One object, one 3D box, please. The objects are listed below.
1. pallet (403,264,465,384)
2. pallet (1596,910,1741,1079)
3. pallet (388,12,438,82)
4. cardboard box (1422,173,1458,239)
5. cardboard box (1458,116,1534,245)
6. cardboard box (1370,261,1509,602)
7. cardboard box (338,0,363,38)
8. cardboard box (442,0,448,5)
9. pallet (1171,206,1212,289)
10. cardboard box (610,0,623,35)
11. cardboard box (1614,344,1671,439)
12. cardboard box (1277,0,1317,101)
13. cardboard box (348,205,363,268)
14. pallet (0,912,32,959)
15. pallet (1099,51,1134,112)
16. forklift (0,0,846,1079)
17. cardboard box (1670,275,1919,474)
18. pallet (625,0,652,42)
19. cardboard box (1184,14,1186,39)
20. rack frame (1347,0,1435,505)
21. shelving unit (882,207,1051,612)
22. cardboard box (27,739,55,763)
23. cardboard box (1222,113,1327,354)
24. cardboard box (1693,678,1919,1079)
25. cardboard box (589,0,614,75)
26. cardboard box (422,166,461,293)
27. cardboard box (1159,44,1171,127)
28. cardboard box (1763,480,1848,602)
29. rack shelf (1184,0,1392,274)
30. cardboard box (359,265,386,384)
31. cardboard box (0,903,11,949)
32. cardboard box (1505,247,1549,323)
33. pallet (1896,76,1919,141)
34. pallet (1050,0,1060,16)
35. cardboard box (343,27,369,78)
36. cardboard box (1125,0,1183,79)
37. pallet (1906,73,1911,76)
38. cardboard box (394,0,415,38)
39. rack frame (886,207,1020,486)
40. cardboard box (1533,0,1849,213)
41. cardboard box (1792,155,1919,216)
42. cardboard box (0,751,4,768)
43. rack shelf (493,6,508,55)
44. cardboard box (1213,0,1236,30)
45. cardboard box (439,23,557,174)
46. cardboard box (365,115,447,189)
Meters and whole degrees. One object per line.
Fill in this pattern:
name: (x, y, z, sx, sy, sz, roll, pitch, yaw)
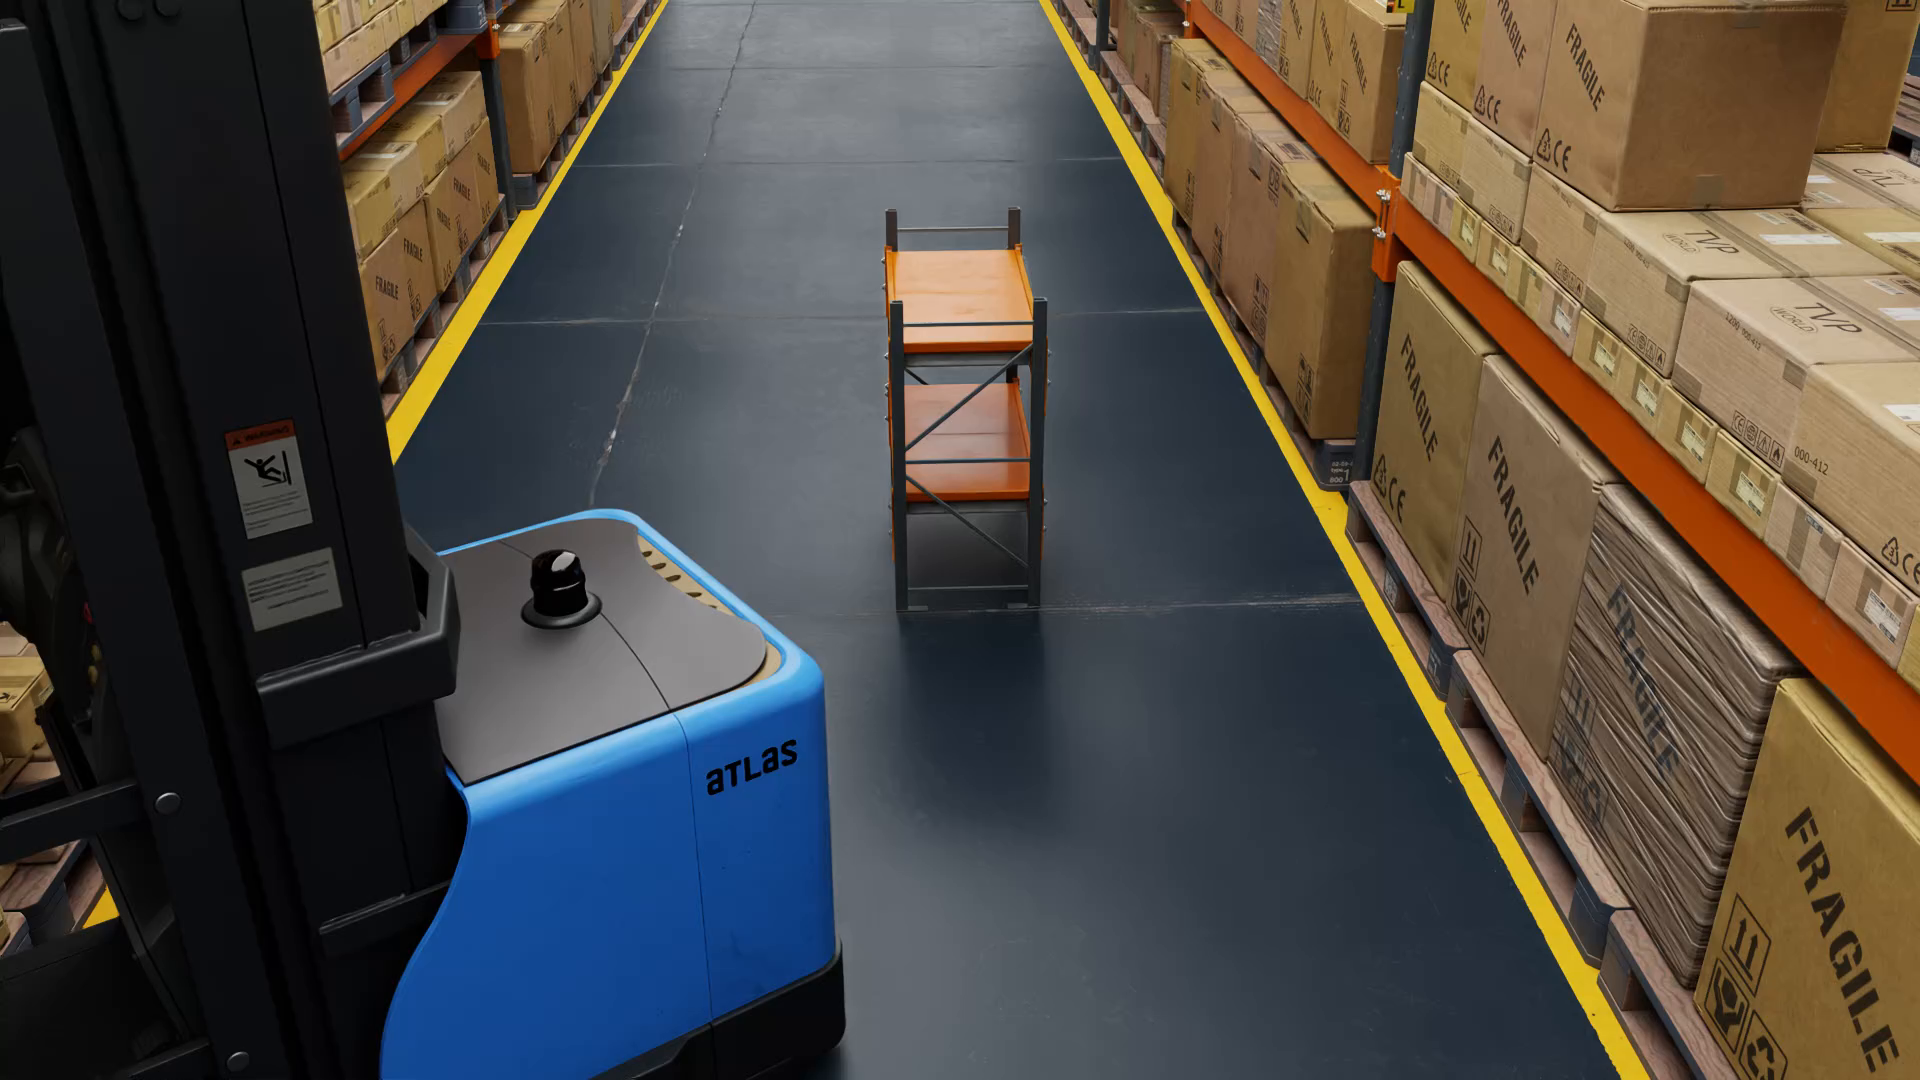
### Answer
pallet: (-3.046, -1.070, 8.073, 1.003, 0.211, 1.213, -1, 28, -3)
pallet: (2.111, 1.261, 3.603, 1.003, 0.211, 1.213, -1, 28, -3)
pallet: (-3.001, -2.231, 7.491, 1.003, 0.211, 1.213, -1, 28, -3)
cardboard box: (1.719, -1.078, 5.344, 0.380, 0.149, 0.250, -2, 28, -4)
cardboard box: (1.806, -1.067, 4.893, 0.500, 0.250, 0.500, -2, 28, -3)
cardboard box: (1.976, -0.392, 5.602, 0.875, 0.875, 0.875, -1, 28, -3)
cardboard box: (-2.527, -2.020, 6.376, 0.380, 0.149, 0.250, -1, 28, -1)
cardboard box: (-2.611, -2.614, 7.836, 0.380, 0.149, 0.250, -3, 28, -5)
pallet: (1.779, -1.700, 9.281, 1.003, 0.211, 1.213, -1, 28, -3)
cardboard box: (-3.317, -4.612, 13.693, 0.875, 0.875, 0.875, -1, 28, -2)
cardboard box: (1.804, -0.359, 3.966, 0.380, 0.149, 0.250, -1, 28, -2)
cardboard box: (1.671, -2.178, 7.075, 0.500, 0.500, 0.500, -2, 28, -3)
cardboard box: (-2.711, -1.140, 6.630, 0.500, 0.250, 0.500, -3, 28, -5)
pallet: (-2.739, 1.291, 3.547, 1.003, 0.211, 1.213, -1, 28, -3)
pallet: (1.646, -3.553, 12.835, 1.003, 0.211, 1.213, -1, 28, -3)
forklift: (-1.760, 0.133, 2.826, 3.031, 2.935, 1.130, -19, 33, -31)
cardboard box: (1.888, -0.360, 3.536, 0.500, 0.250, 0.500, -2, 28, -4)
pallet: (-3.383, -4.758, 15.144, 1.003, 0.211, 1.213, -1, 28, -3)
cardboard box: (1.710, -3.275, 10.701, 0.500, 0.250, 0.500, 2, 28, 3)
rack frame: (2.022, -1.455, 5.796, 1.000, 3.000, 0.127, -1, 28, -3)
shelving unit: (0.000, -0.496, 5.984, 0.538, 1.125, 1.048, -1, 28, -3)
cardboard box: (-2.530, 0.580, 4.524, 0.380, 0.149, 0.250, -1, 28, -3)
cardboard box: (1.921, -1.407, 7.547, 1.225, 0.875, 0.875, -2, 28, -4)
cardboard box: (2.117, 0.855, 3.211, 0.875, 0.875, 0.875, -1, 28, -3)
cardboard box: (-3.232, -3.980, 12.617, 1.050, 0.750, 0.750, -2, 28, -3)
cardboard box: (-2.783, -1.526, 8.180, 0.500, 0.500, 0.500, -3, 28, -5)
cardboard box: (1.716, -2.954, 10.897, 0.700, 0.500, 0.500, -4, 28, -7)
cardboard box: (1.844, -0.005, 3.287, 0.380, 0.149, 0.250, -1, 28, -2)
rack shelf: (1.917, -2.059, 7.733, 1.077, 0.370, 4.000, -1, 28, -3)
cardboard box: (-2.710, -0.807, 6.803, 0.500, 0.500, 0.500, 0, 28, -1)
cardboard box: (-2.455, 0.940, 3.834, 0.380, 0.149, 0.250, -1, 28, -2)
cardboard box: (1.762, -0.716, 4.651, 0.380, 0.149, 0.250, -2, 28, -3)
pallet: (6.697, -3.106, 11.977, 1.003, 0.211, 1.213, -1, 28, -3)
pallet: (1.406, -5.349, 16.278, 1.003, 0.211, 1.213, -1, 28, -3)
cardboard box: (-2.527, -1.893, 6.453, 0.380, 0.149, 0.250, -1, 28, -2)
cardboard box: (1.621, -3.731, 12.388, 0.700, 0.500, 0.500, -2, 28, -3)
pallet: (6.630, -3.671, 13.060, 1.003, 0.211, 1.213, -1, 28, -3)
cardboard box: (-2.572, -2.252, 7.143, 0.380, 0.149, 0.250, -2, 28, -4)
rack frame: (-0.026, -0.730, 6.434, 0.500, 1.125, 0.032, -1, 28, -3)
cardboard box: (1.841, -1.158, 4.255, 0.500, 0.500, 0.500, -2, 28, -4)
cardboard box: (2.363, -0.848, 4.473, 0.500, 0.250, 0.500, -1, 28, -2)
cardboard box: (-2.536, 0.545, 3.947, 0.380, 0.149, 0.250, 0, 28, -1)
rack shelf: (-3.250, -3.834, 11.135, 1.077, 0.370, 4.000, -1, 28, -3)
cardboard box: (1.596, -2.877, 8.415, 0.500, 0.500, 0.500, -2, 28, -4)
cardboard box: (-3.088, -2.701, 10.164, 1.050, 0.750, 0.750, -2, 28, -3)
cardboard box: (-2.800, -1.862, 8.014, 0.500, 0.250, 0.500, -1, 28, -1)
